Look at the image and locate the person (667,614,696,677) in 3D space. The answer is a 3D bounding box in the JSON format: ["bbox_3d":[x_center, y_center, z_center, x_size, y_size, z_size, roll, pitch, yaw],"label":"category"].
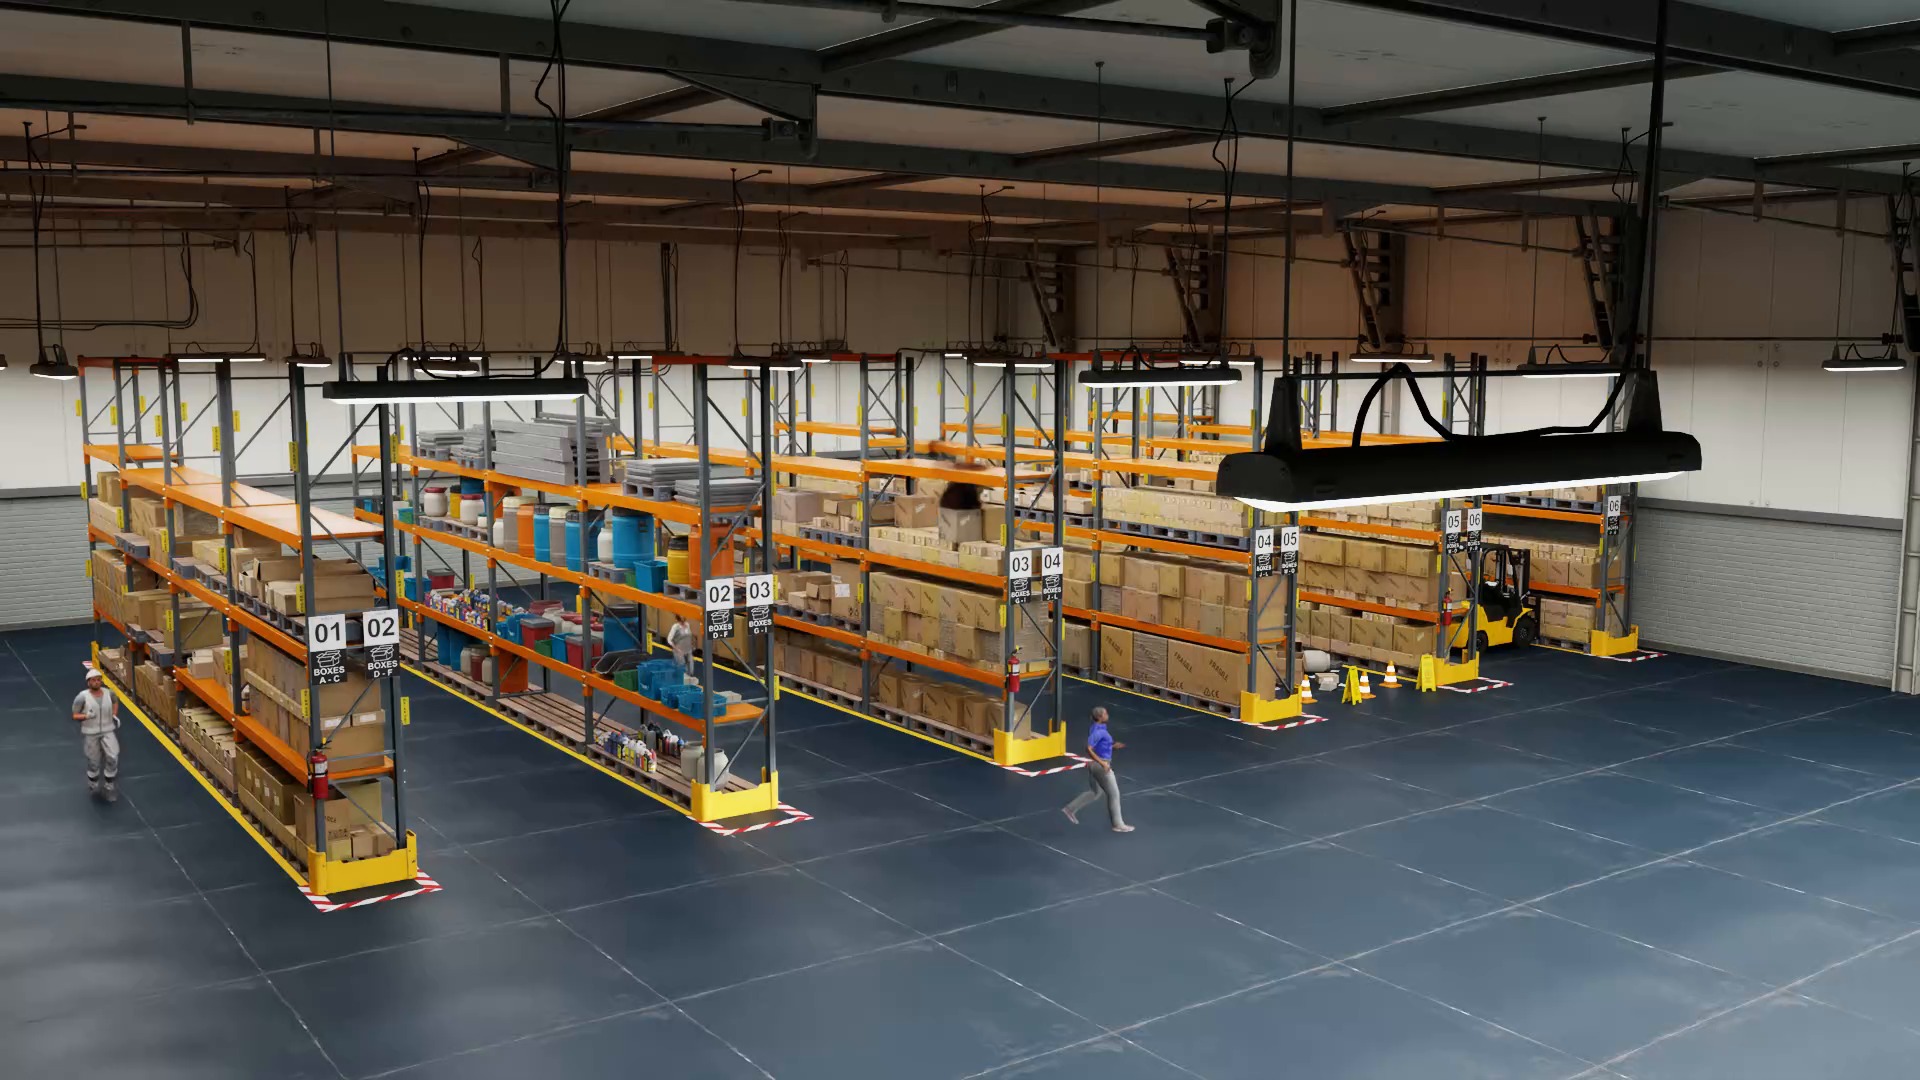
[{"bbox_3d":[-4.930,2.004,29.438,0.546,1.561,0.537,6,9,40],"label":"person"}]

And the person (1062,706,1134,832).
[{"bbox_3d":[1.785,2.928,21.282,0.904,1.633,0.583,-1,7,-6],"label":"person"}]

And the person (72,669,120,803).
[{"bbox_3d":[-11.801,2.687,22.804,0.631,1.838,0.720,-6,9,-39],"label":"person"}]

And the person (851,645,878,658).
[{"bbox_3d":[-1.836,1.566,32.294,0.606,1.732,0.830,-6,9,-39],"label":"person"}]

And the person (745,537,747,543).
[{"bbox_3d":[-4.971,0.747,38.948,0.738,1.762,0.878,-4,8,-31],"label":"person"}]
